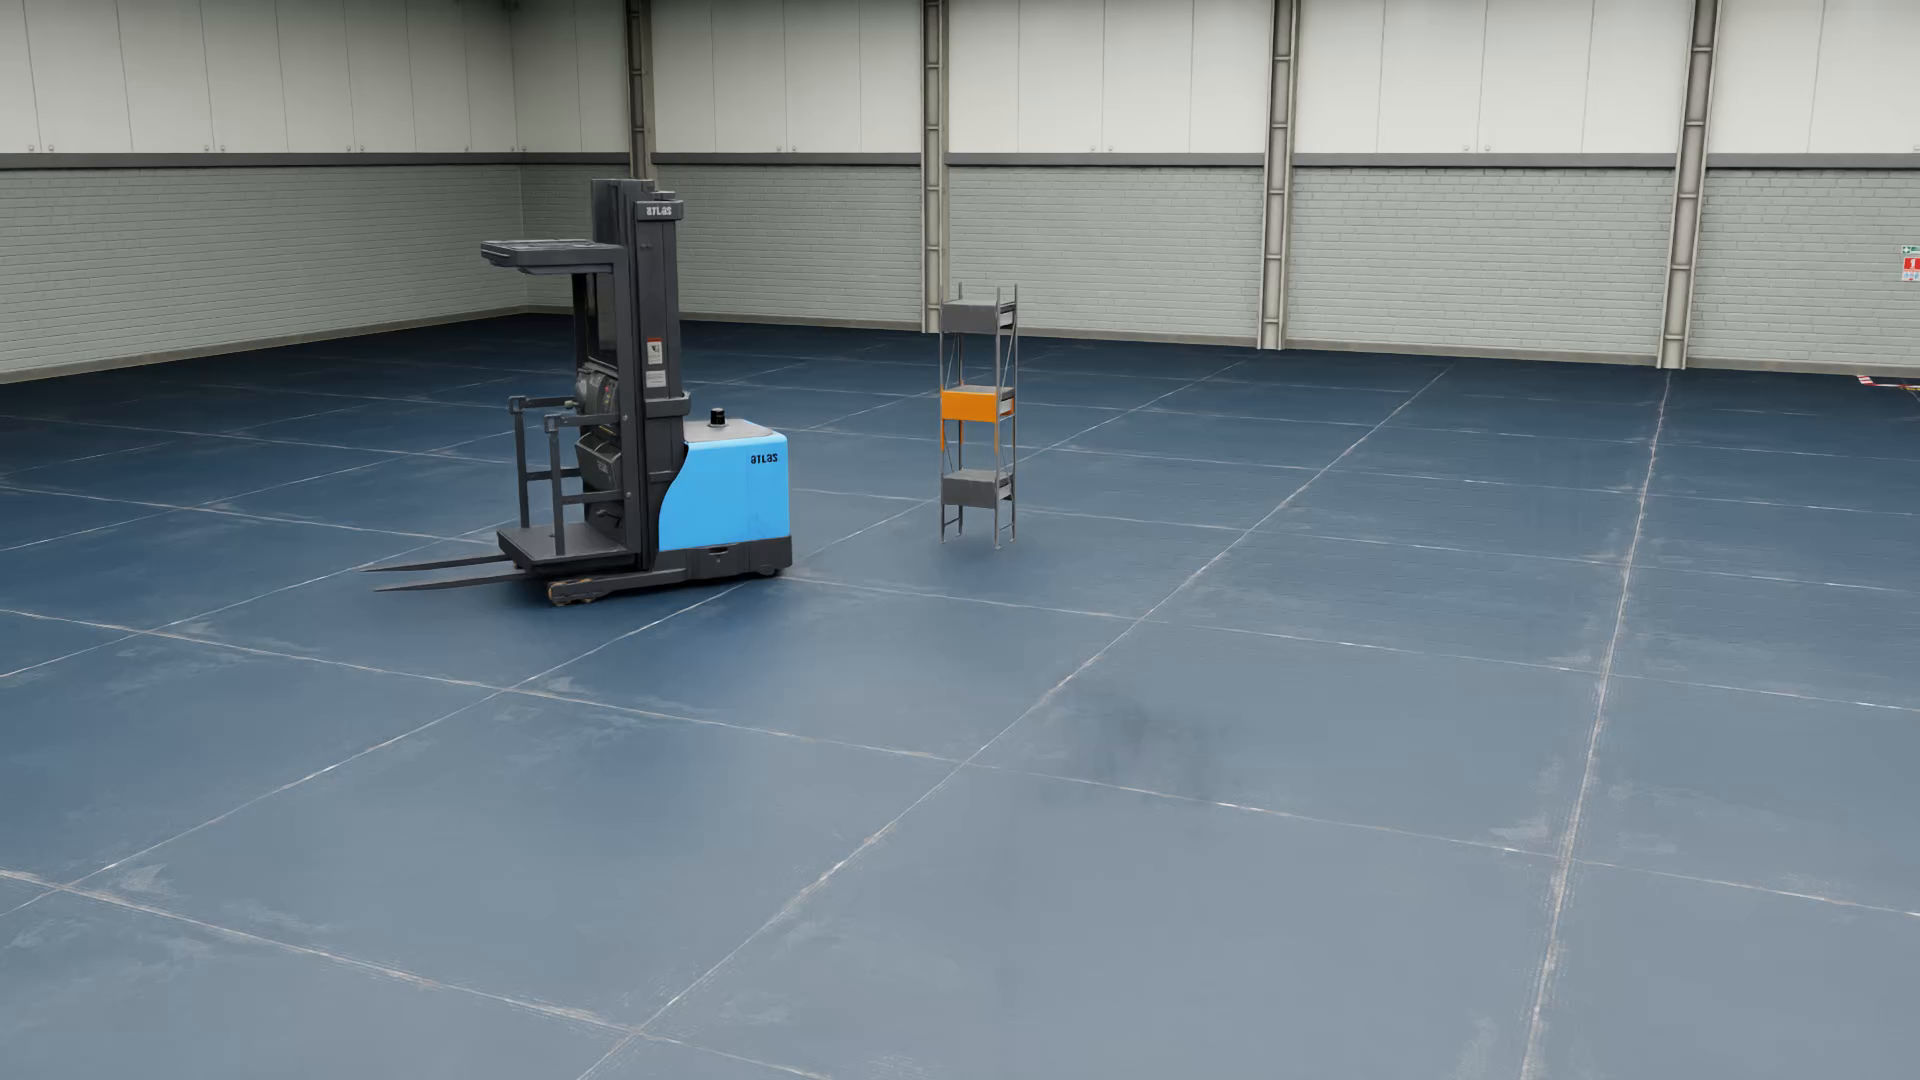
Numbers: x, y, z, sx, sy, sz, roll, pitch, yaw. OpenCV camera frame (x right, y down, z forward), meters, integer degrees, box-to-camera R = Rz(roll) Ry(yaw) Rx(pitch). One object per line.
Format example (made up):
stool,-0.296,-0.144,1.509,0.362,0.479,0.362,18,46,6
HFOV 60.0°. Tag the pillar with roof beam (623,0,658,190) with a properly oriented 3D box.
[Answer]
pillar with roof beam,-7.660,-7.703,26.885,0.400,9.000,9.100,6,14,23

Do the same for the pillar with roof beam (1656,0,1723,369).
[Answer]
pillar with roof beam,8.797,-6.038,19.787,0.400,9.000,9.100,6,14,23

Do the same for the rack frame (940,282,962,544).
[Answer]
rack frame,-0.072,-1.029,13.546,0.015,2.100,0.400,6,14,23

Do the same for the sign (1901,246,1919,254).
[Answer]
sign,13.320,-4.044,23.183,0.331,0.109,0.001,6,14,23

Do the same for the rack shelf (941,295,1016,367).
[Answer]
rack shelf,0.151,-1.675,13.293,0.480,0.518,0.431,6,14,23

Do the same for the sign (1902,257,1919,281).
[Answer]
sign,13.319,-3.788,23.253,0.234,0.329,0.001,6,14,23

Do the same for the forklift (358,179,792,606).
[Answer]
forklift,-2.818,-1.099,12.020,3.031,2.935,1.130,-7,15,-28

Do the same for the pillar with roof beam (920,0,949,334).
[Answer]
pillar with roof beam,-2.174,-7.148,24.519,0.400,9.000,9.100,6,14,23

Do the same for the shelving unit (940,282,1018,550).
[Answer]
shelving unit,0.151,-1.007,13.450,0.503,2.100,0.431,6,14,23

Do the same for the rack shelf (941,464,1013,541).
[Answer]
rack shelf,0.151,-0.312,13.613,0.480,0.518,0.431,6,14,23

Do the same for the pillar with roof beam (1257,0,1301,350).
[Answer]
pillar with roof beam,3.312,-6.593,22.153,0.400,9.000,9.100,6,14,23

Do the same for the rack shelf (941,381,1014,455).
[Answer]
rack shelf,0.151,-0.994,13.453,0.480,0.518,0.431,6,14,23

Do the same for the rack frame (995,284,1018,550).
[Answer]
rack frame,0.374,-0.984,13.353,0.015,2.100,0.400,6,14,23
